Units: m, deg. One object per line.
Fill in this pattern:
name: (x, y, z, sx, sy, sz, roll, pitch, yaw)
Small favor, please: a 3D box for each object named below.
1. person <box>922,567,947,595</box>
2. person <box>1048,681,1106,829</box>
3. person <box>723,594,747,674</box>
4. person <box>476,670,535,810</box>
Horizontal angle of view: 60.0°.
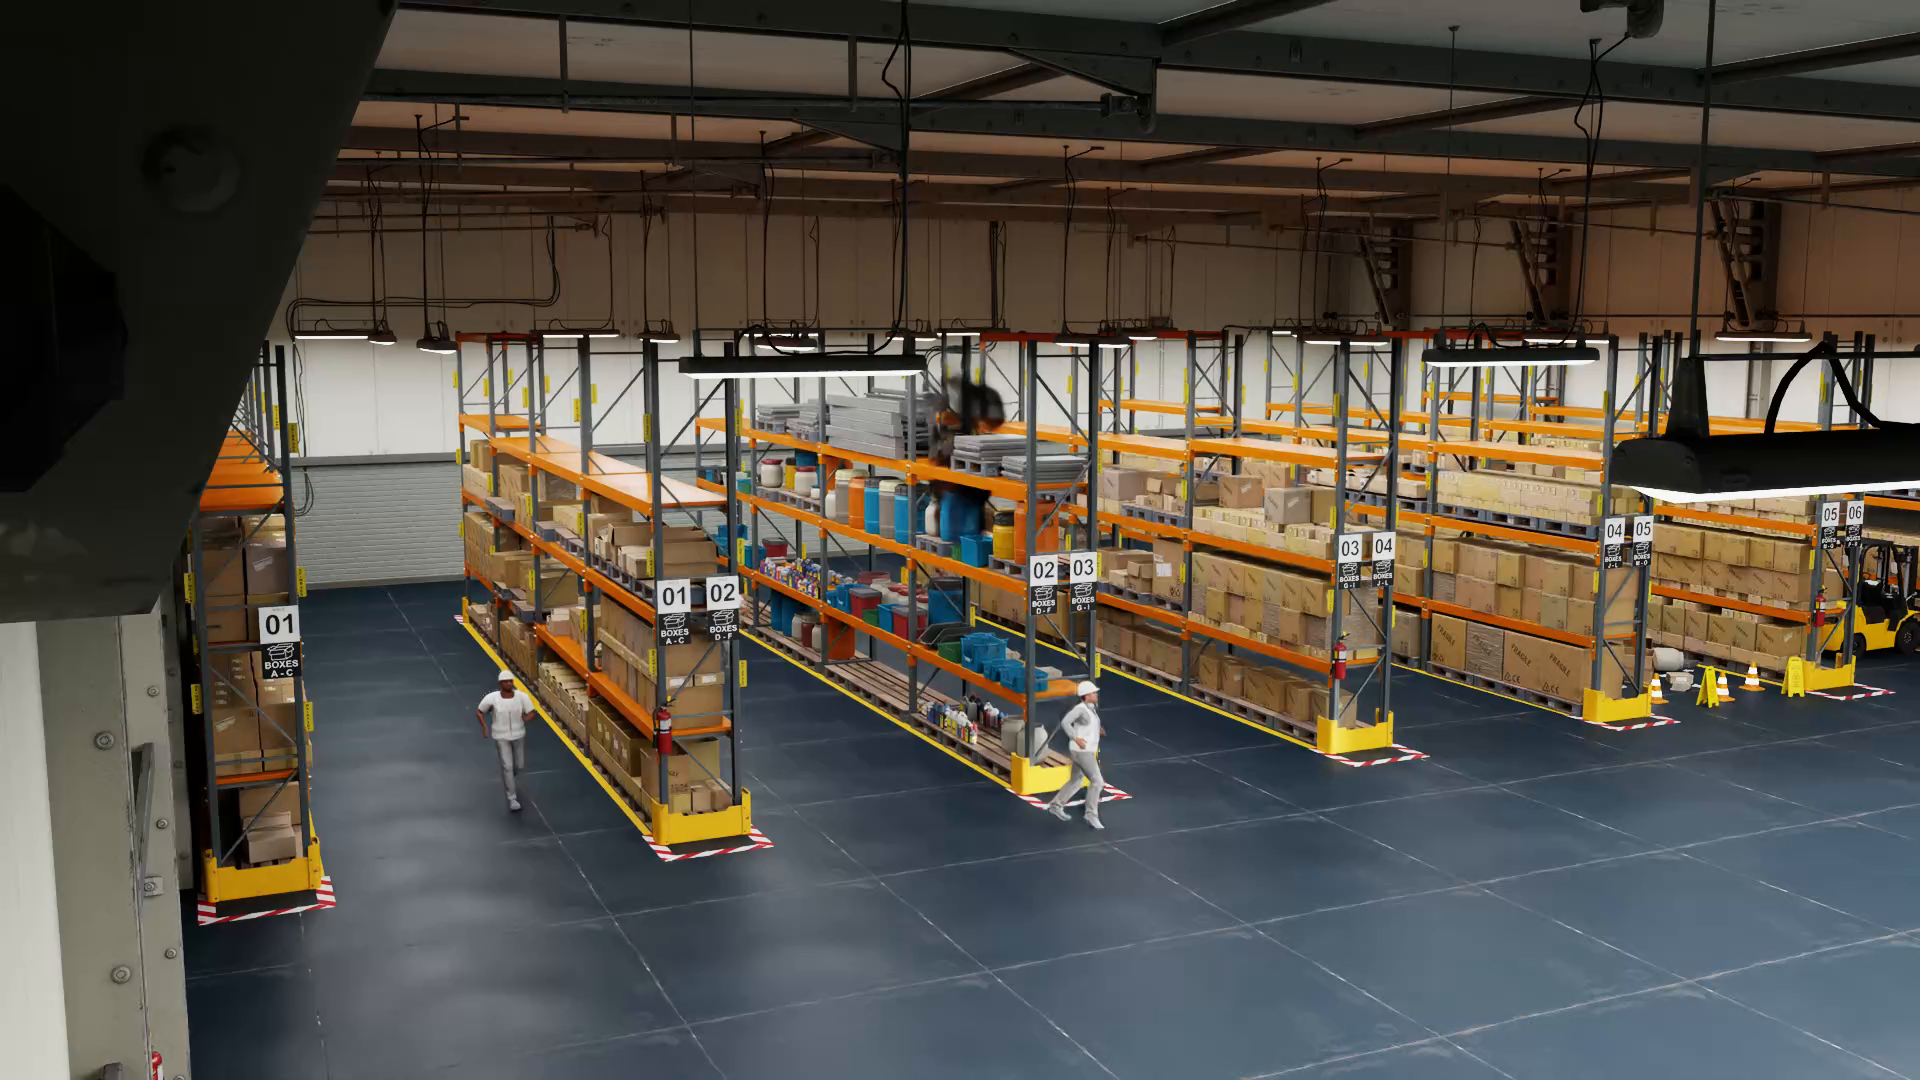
person: (-0.377, 1.241, 31.934, 0.503, 1.617, 0.682, -7, 10, -42)
person: (1.486, 2.676, 20.878, 0.713, 1.814, 0.675, 1, 8, 10)
person: (-4.077, 1.538, 29.440, 0.580, 1.711, 0.834, -5, 9, -30)
person: (-5.854, 2.550, 21.567, 0.710, 1.747, 0.968, -4, 9, -30)
